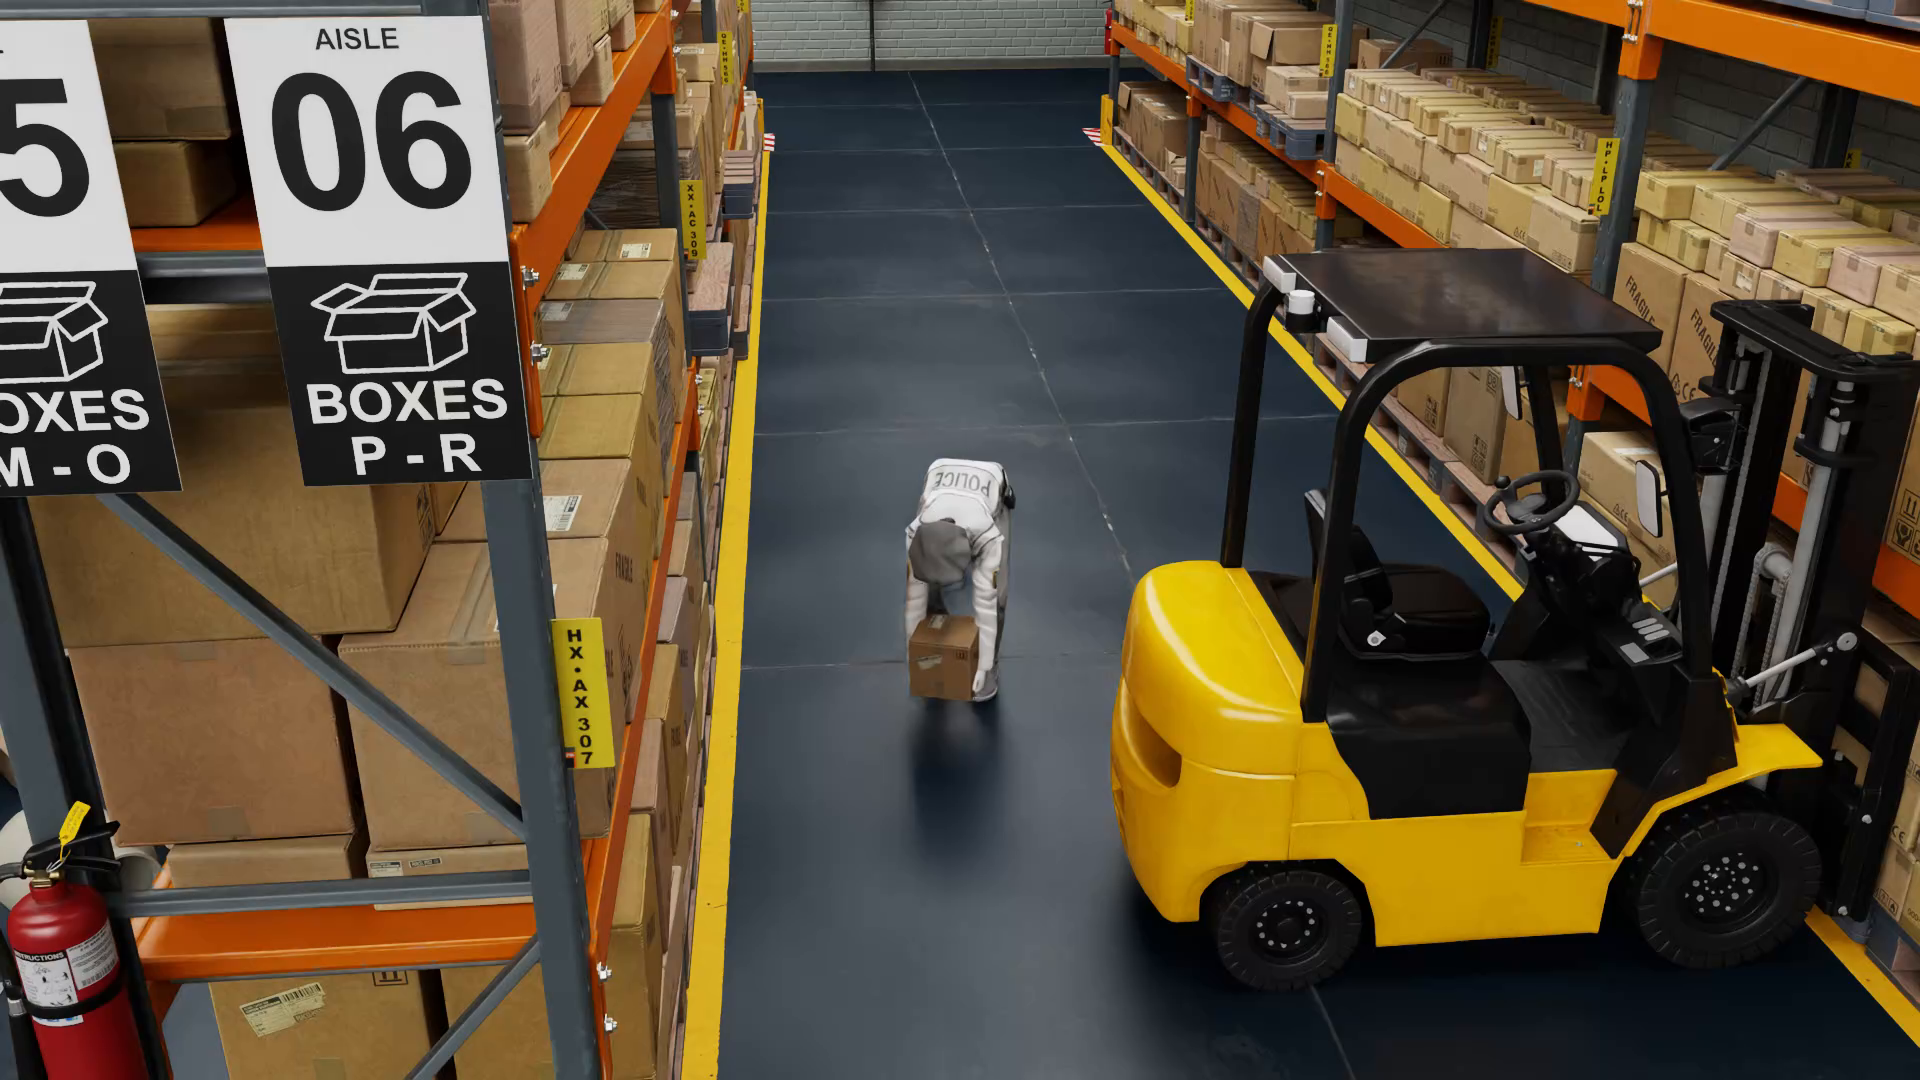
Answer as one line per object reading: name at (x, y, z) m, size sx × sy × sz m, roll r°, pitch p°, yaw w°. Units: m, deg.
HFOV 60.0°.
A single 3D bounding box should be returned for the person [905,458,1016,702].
person at (-0.016, 0.231, 6.883) m, size 0.426 × 1.014 × 0.919 m, roll 5°, pitch 24°, yaw 10°
